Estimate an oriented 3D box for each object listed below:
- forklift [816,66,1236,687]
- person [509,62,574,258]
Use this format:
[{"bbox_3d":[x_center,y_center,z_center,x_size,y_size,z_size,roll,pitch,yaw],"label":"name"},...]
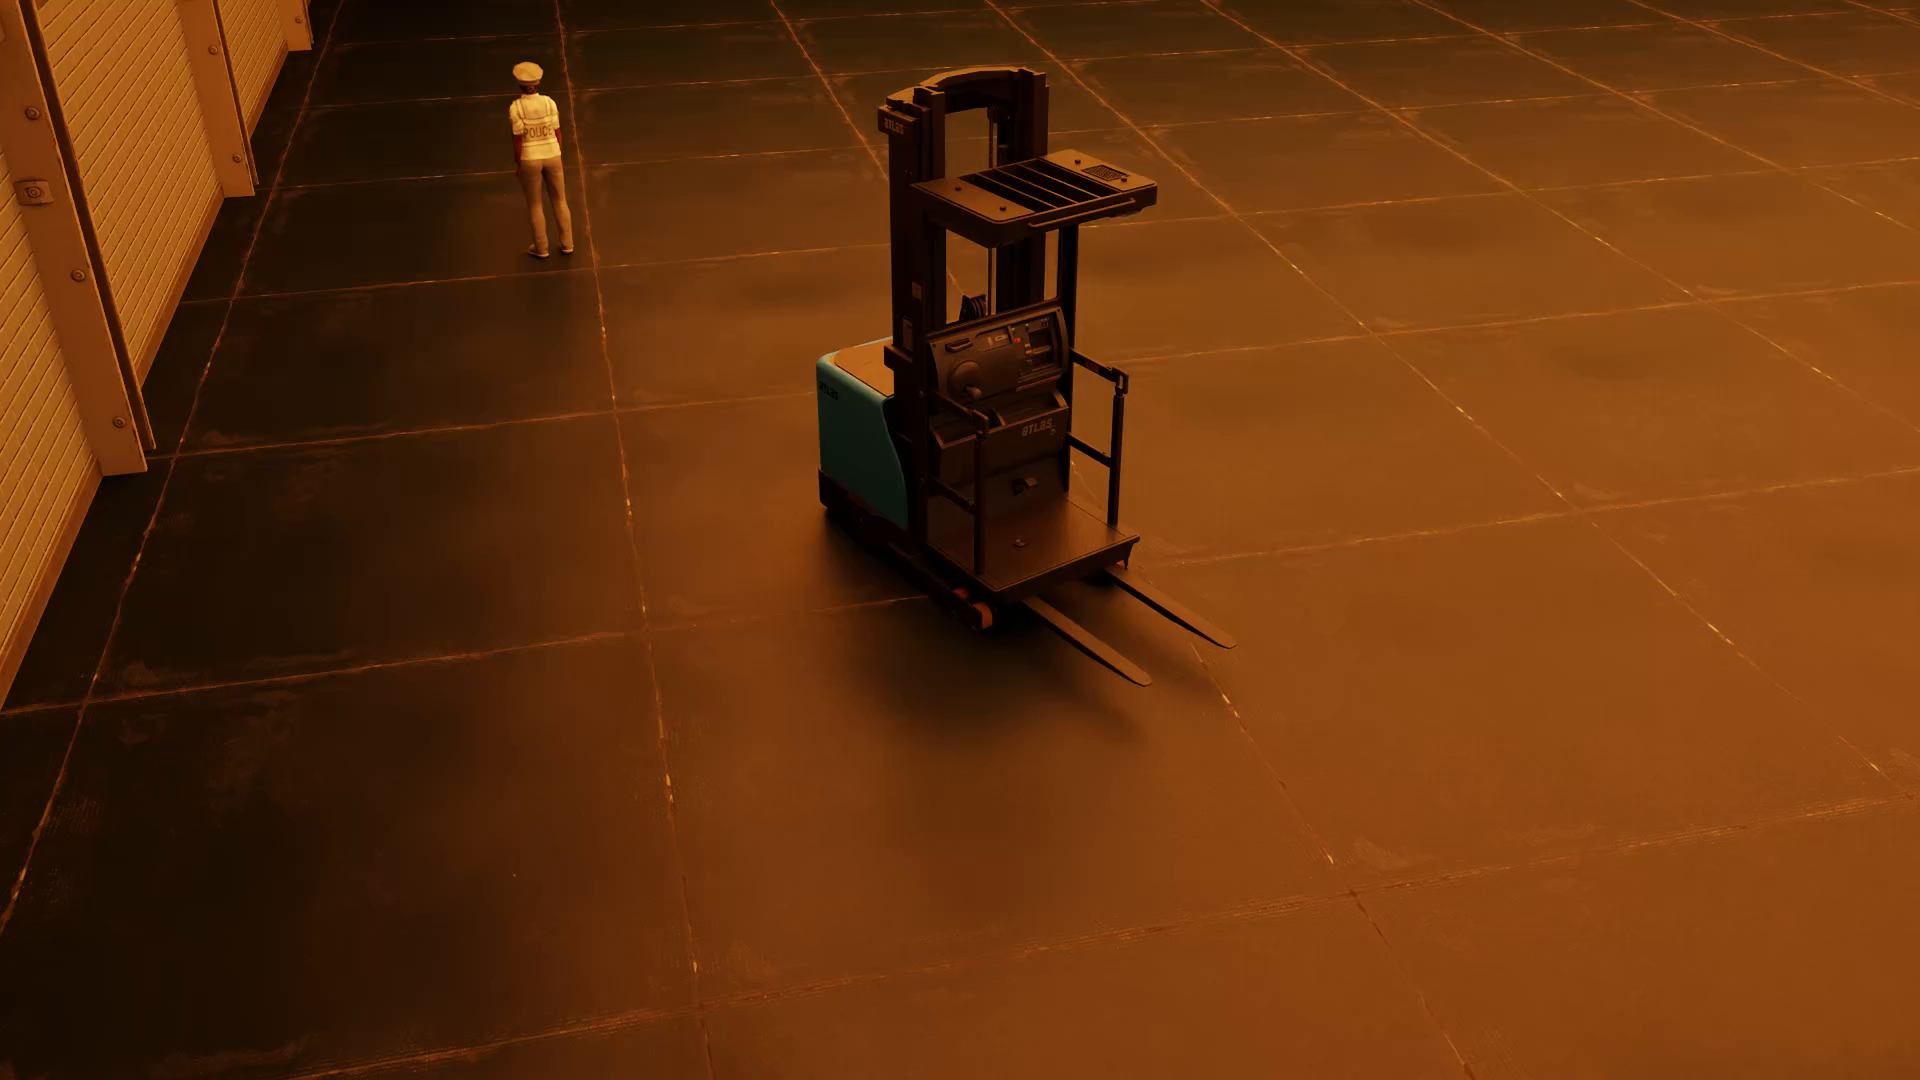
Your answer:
[{"bbox_3d":[0.355,-1.021,9.338,1.130,2.935,3.031,-20,35,-30],"label":"forklift"},{"bbox_3d":[-3.674,-3.318,14.546,0.451,1.694,0.345,-16,34,-25],"label":"person"}]
